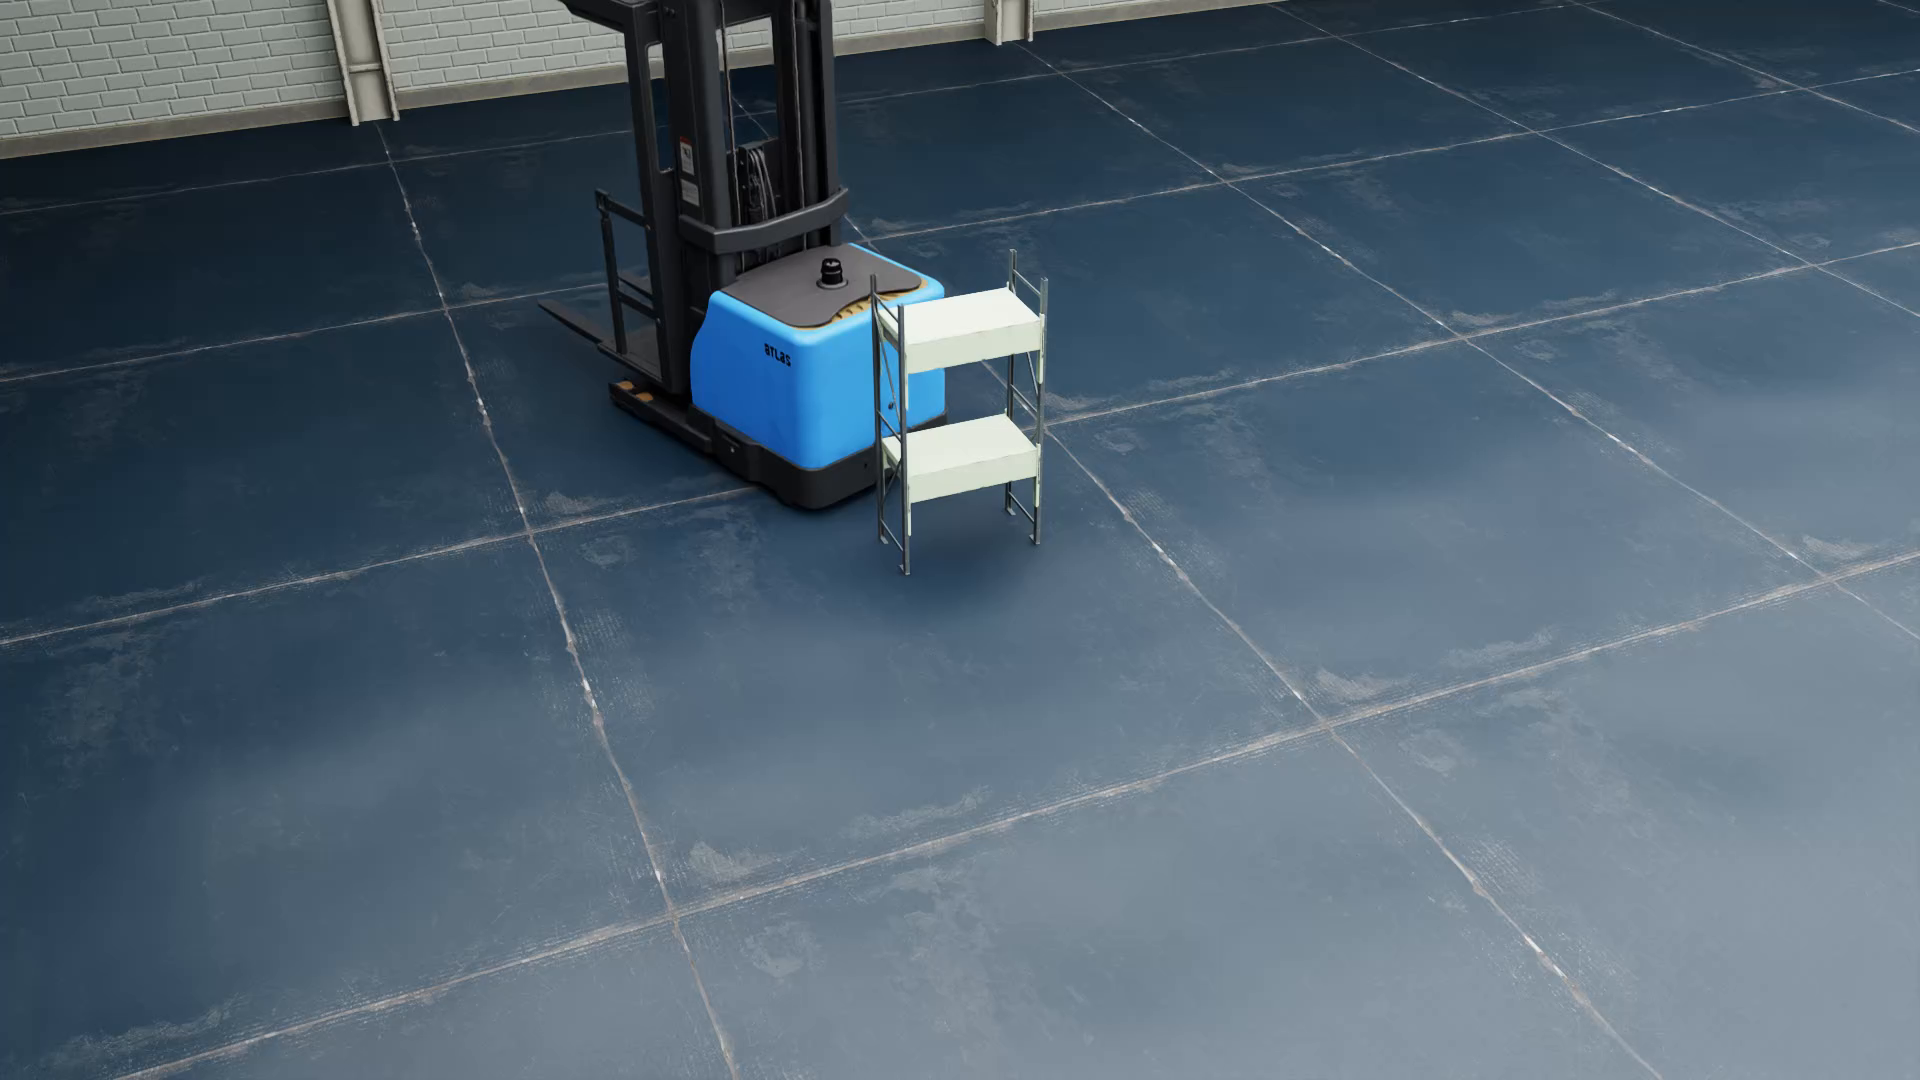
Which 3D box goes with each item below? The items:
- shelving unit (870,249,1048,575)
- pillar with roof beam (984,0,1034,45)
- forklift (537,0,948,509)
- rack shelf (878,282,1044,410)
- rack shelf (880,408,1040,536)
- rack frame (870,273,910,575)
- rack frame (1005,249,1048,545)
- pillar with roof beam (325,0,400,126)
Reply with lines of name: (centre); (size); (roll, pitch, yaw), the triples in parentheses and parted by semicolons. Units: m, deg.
shelving unit: (-0.006, -0.627, 8.339); (0.755, 1.500, 0.431); (-13, 35, -19)
pillar with roof beam: (2.141, -6.523, 10.523); (0.400, 9.000, 9.100); (-13, 35, -19)
forklift: (-1.446, -2.107, 9.301); (1.130, 2.935, 3.031); (-27, 42, -35)
rack shelf: (-0.006, -0.954, 8.126); (0.720, 0.370, 0.431); (-13, 35, -19)
rack shelf: (-0.006, -0.354, 8.517); (0.720, 0.370, 0.431); (-13, 35, -19)
rack frame: (-0.344, -0.550, 8.220); (0.023, 1.500, 0.400); (-13, 35, -19)
rack frame: (0.331, -0.704, 8.458); (0.023, 1.500, 0.400); (-13, 35, -19)
pillar with roof beam: (-3.391, -5.256, 8.577); (0.400, 9.000, 9.100); (-13, 35, -19)
